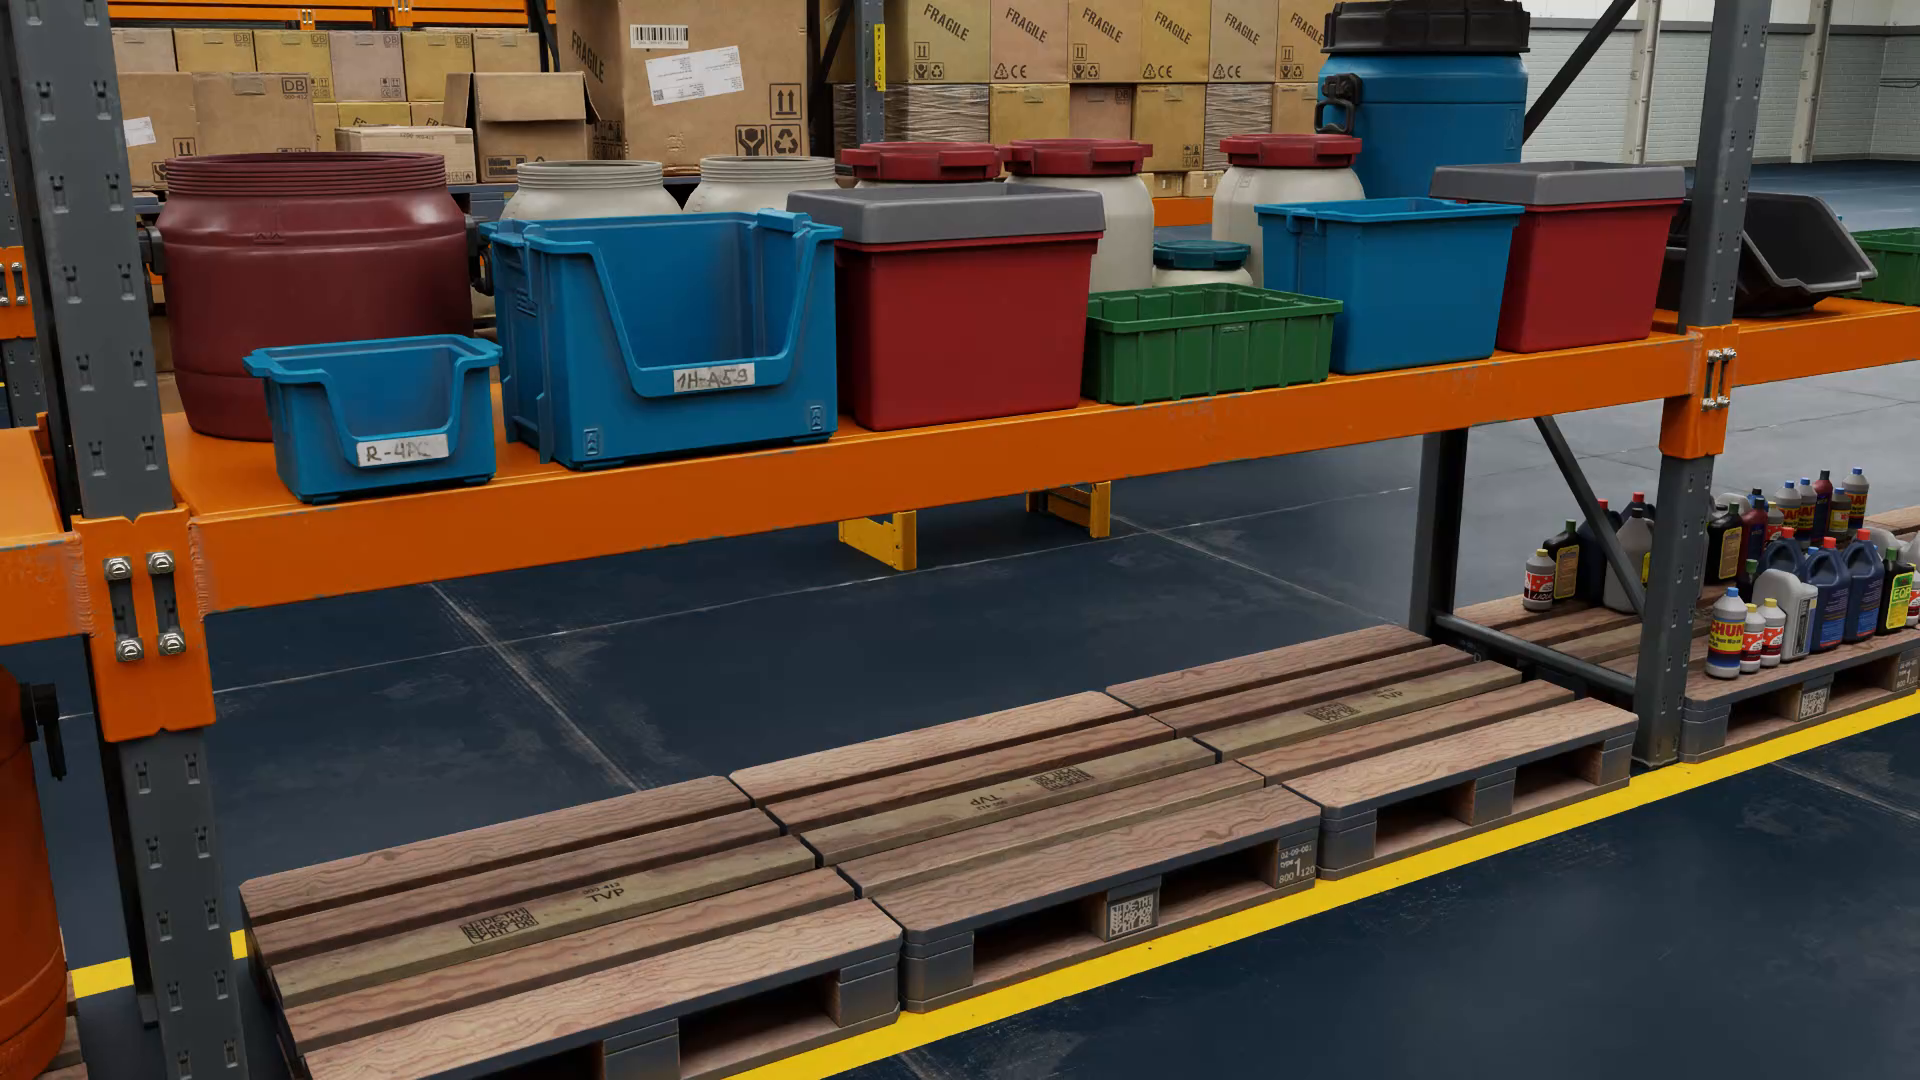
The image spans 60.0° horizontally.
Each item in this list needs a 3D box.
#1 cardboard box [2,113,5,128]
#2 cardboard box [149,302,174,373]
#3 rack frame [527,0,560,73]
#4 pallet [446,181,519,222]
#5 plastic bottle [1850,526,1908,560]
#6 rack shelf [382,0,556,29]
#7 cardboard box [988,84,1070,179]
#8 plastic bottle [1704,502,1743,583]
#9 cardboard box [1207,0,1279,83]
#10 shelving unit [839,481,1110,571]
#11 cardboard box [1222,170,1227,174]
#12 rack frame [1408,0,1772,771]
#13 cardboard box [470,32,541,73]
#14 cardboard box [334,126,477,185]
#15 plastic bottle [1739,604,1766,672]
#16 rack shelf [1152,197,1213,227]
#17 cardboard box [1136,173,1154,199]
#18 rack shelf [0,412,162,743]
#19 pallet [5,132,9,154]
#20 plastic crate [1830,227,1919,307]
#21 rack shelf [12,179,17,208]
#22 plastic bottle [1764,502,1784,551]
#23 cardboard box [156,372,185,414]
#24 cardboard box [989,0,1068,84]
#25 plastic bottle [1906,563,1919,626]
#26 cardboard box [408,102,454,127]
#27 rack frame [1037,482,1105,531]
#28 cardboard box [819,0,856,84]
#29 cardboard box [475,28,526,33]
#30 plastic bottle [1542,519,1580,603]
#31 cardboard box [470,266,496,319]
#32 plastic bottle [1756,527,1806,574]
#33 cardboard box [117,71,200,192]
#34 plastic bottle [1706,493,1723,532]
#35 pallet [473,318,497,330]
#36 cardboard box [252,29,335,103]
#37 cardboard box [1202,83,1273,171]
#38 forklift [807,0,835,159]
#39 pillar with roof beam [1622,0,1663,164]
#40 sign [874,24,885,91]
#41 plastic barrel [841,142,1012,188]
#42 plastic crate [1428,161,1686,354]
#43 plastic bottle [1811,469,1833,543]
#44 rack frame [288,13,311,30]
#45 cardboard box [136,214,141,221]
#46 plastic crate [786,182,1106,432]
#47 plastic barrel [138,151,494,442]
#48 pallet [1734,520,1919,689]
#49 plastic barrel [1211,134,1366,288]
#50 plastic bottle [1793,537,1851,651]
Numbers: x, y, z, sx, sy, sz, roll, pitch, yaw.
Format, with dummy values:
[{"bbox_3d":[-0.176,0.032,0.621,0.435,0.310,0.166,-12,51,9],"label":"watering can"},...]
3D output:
[{"bbox_3d":[-8.855,-3.847,15.262,0.250,0.149,0.380,-10,19,-33],"label":"cardboard box"},{"bbox_3d":[-3.567,-0.940,7.632,0.500,0.250,0.500,-8,18,-27],"label":"cardboard box"},{"bbox_3d":[-3.165,-3.188,13.225,0.127,3.000,1.000,-9,18,-30],"label":"rack frame"},{"bbox_3d":[-2.450,-1.663,8.139,1.213,0.211,1.003,-9,18,-30],"label":"pallet"},{"bbox_3d":[3.188,0.087,5.774,0.135,0.276,0.152,-9,18,-30],"label":"plastic bottle"},{"bbox_3d":[-4.086,-5.695,17.945,4.000,0.370,1.077,-9,18,-30],"label":"rack shelf"},{"bbox_3d":[0.167,-2.327,9.419,0.500,0.500,0.875,-9,18,-30],"label":"cardboard box"},{"bbox_3d":[2.774,0.008,6.041,0.133,0.283,0.061,-9,18,-30],"label":"plastic bottle"},{"bbox_3d":[1.532,-2.982,9.901,0.500,0.500,0.500,-9,18,-30],"label":"cardboard box"},{"bbox_3d":[0.065,-0.733,7.245,1.083,1.500,0.587,-9,18,-30],"label":"shelving unit"},{"bbox_3d":[1.531,-2.197,10.154,0.250,0.149,0.380,-9,18,-30],"label":"cardboard box"},{"bbox_3d":[1.854,-0.880,4.993,0.127,3.000,1.000,-9,18,-30],"label":"rack frame"},{"bbox_3d":[-3.587,-3.647,12.826,0.500,0.500,0.700,-10,18,-31],"label":"cardboard box"},{"bbox_3d":[-2.571,-1.780,7.703,0.500,0.250,0.500,-10,18,-31],"label":"cardboard box"},{"bbox_3d":[2.440,0.298,5.158,0.097,0.201,0.097,0,16,0],"label":"plastic bottle"},{"bbox_3d":[1.017,-1.958,10.170,4.000,0.370,1.077,-9,18,-30],"label":"rack shelf"},{"bbox_3d":[0.921,-2.077,9.729,0.250,0.149,0.380,-9,18,-30],"label":"cardboard box"},{"bbox_3d":[-3.289,0.300,2.115,4.000,0.370,1.077,-9,18,-30],"label":"rack shelf"},{"bbox_3d":[-8.673,-3.795,15.745,1.003,0.211,1.213,-9,18,-30],"label":"pallet"},{"bbox_3d":[3.163,-0.902,5.462,0.662,0.188,0.450,-9,18,-30],"label":"plastic crate"},{"bbox_3d":[-4.879,-2.564,12.331,4.000,0.370,1.077,-9,18,-30],"label":"rack shelf"},{"bbox_3d":[3.103,-0.046,6.385,0.097,0.201,0.097,0,16,0],"label":"plastic bottle"},{"bbox_3d":[-3.562,-0.576,7.725,0.500,0.500,0.700,-10,19,-33],"label":"cardboard box"},{"bbox_3d":[0.247,-2.773,9.155,0.500,0.500,0.500,-9,18,-30],"label":"cardboard box"},{"bbox_3d":[3.176,0.179,5.584,0.097,0.201,0.097,0,16,0],"label":"plastic bottle"},{"bbox_3d":[-3.908,-3.032,12.482,0.500,0.500,0.500,-9,18,-30],"label":"cardboard box"},{"bbox_3d":[0.509,-0.805,7.502,0.032,1.500,0.500,-9,18,-30],"label":"rack frame"},{"bbox_3d":[-0.453,-2.825,9.343,0.500,0.500,0.500,-9,18,-30],"label":"cardboard box"},{"bbox_3d":[-4.863,-5.069,17.347,0.500,0.500,0.700,-9,18,-29],"label":"cardboard box"},{"bbox_3d":[2.096,0.072,5.812,0.133,0.283,0.061,-8,18,-27],"label":"plastic bottle"},{"bbox_3d":[-3.651,-2.200,13.090,0.750,0.750,1.050,-9,18,-30],"label":"cardboard box"},{"bbox_3d":[2.685,0.134,5.468,0.185,0.351,0.144,-9,18,-30],"label":"plastic bottle"},{"bbox_3d":[-3.683,-1.805,7.329,0.500,0.500,0.500,-12,20,-36],"label":"cardboard box"},{"bbox_3d":[2.699,-0.045,6.104,0.185,0.351,0.144,-9,18,-30],"label":"plastic bottle"},{"bbox_3d":[-3.787,-1.721,13.157,1.213,0.211,1.003,-9,18,-30],"label":"pallet"},{"bbox_3d":[-4.894,-3.435,12.070,0.500,0.500,0.700,-9,18,-30],"label":"cardboard box"},{"bbox_3d":[1.428,-2.547,10.202,0.500,0.500,0.875,-9,18,-30],"label":"cardboard box"},{"bbox_3d":[-1.402,-2.628,11.354,3.031,2.935,1.130,-9,18,-29],"label":"forklift"},{"bbox_3d":[16.797,-11.364,31.277,0.400,9.000,9.100,-9,18,-30],"label":"pillar with roof beam"},{"bbox_3d":[-0.408,-2.456,8.469,0.005,0.325,0.100,-9,18,-30],"label":"sign"},{"bbox_3d":[-0.079,-0.702,4.103,0.433,0.535,0.433,0,16,0],"label":"plastic barrel"},{"bbox_3d":[1.596,-0.773,4.492,0.583,0.464,0.402,-9,18,-30],"label":"plastic crate"},{"bbox_3d":[3.364,-0.133,6.545,0.133,0.283,0.061,-9,18,-29],"label":"plastic bottle"},{"bbox_3d":[-8.360,-5.467,21.356,0.127,3.000,1.000,-9,18,-30],"label":"rack frame"},{"bbox_3d":[-10.114,-4.240,20.599,0.625,0.625,0.875,-10,19,-32],"label":"cardboard box"},{"bbox_3d":[-0.032,-0.509,3.550,0.583,0.464,0.402,-9,18,-30],"label":"plastic crate"},{"bbox_3d":[-1.333,-0.525,3.472,0.708,0.536,0.600,-9,18,-30],"label":"plastic barrel"},{"bbox_3d":[3.498,0.208,6.277,1.213,0.211,1.003,-9,18,-30],"label":"pallet"},{"bbox_3d":[0.921,-0.864,4.682,0.433,0.535,0.433,0,16,0],"label":"plastic barrel"},{"bbox_3d":[2.759,0.167,5.349,0.185,0.351,0.144,-9,18,-28],"label":"plastic bottle"}]
